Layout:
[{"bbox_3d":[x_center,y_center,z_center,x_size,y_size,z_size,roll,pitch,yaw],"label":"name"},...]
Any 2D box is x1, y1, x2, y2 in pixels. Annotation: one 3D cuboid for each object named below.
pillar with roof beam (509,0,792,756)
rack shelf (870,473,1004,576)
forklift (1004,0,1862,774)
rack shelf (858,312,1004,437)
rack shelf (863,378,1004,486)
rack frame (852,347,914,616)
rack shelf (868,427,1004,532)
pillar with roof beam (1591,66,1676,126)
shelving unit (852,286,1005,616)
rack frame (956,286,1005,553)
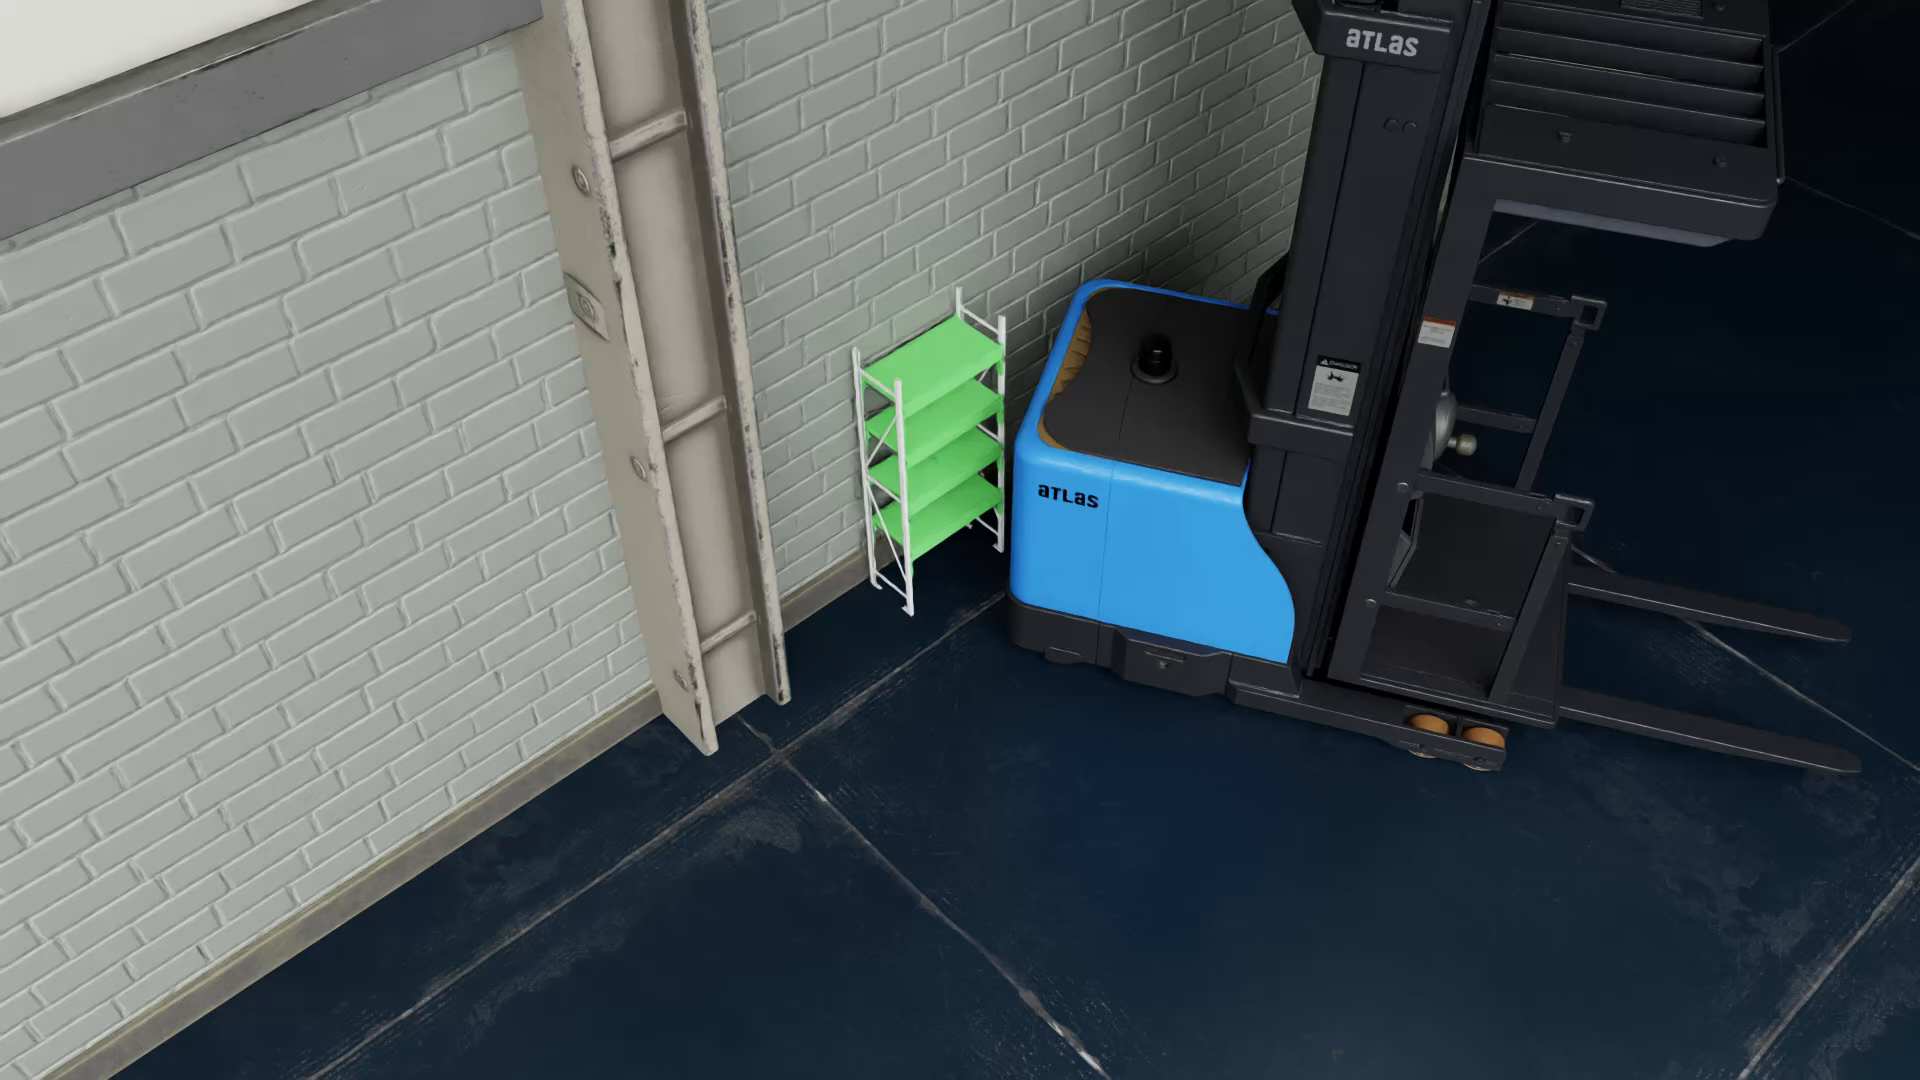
[{"bbox_3d":[2.022,-0.106,0.725,0.400,9.000,9.100,-34,56,-27],"label":"pillar with roof beam"},{"bbox_3d":[-0.092,-0.096,6.432,0.480,0.148,0.258,-34,55,-27],"label":"rack shelf"},{"bbox_3d":[1.745,-0.604,5.313,3.031,2.935,1.130,13,49,11],"label":"forklift"},{"bbox_3d":[-0.104,-0.594,5.911,0.480,0.148,0.258,-34,55,-27],"label":"rack shelf"},{"bbox_3d":[-0.100,-0.428,6.085,0.480,0.148,0.258,-34,55,-27],"label":"rack shelf"},{"bbox_3d":[-0.276,-0.184,6.099,0.015,1.200,0.240,-34,55,-27],"label":"rack frame"},{"bbox_3d":[-0.096,-0.262,6.258,0.480,0.148,0.258,-34,55,-27],"label":"rack shelf"},{"bbox_3d":[6.462,-3.072,3.462,0.400,9.000,9.100,-34,56,-27],"label":"pillar with roof beam"},{"bbox_3d":[-0.097,-0.306,6.212,0.503,1.200,0.258,-34,55,-27],"label":"shelving unit"},{"bbox_3d":[0.082,-0.428,6.324,0.015,1.200,0.240,-34,55,-27],"label":"rack frame"}]
